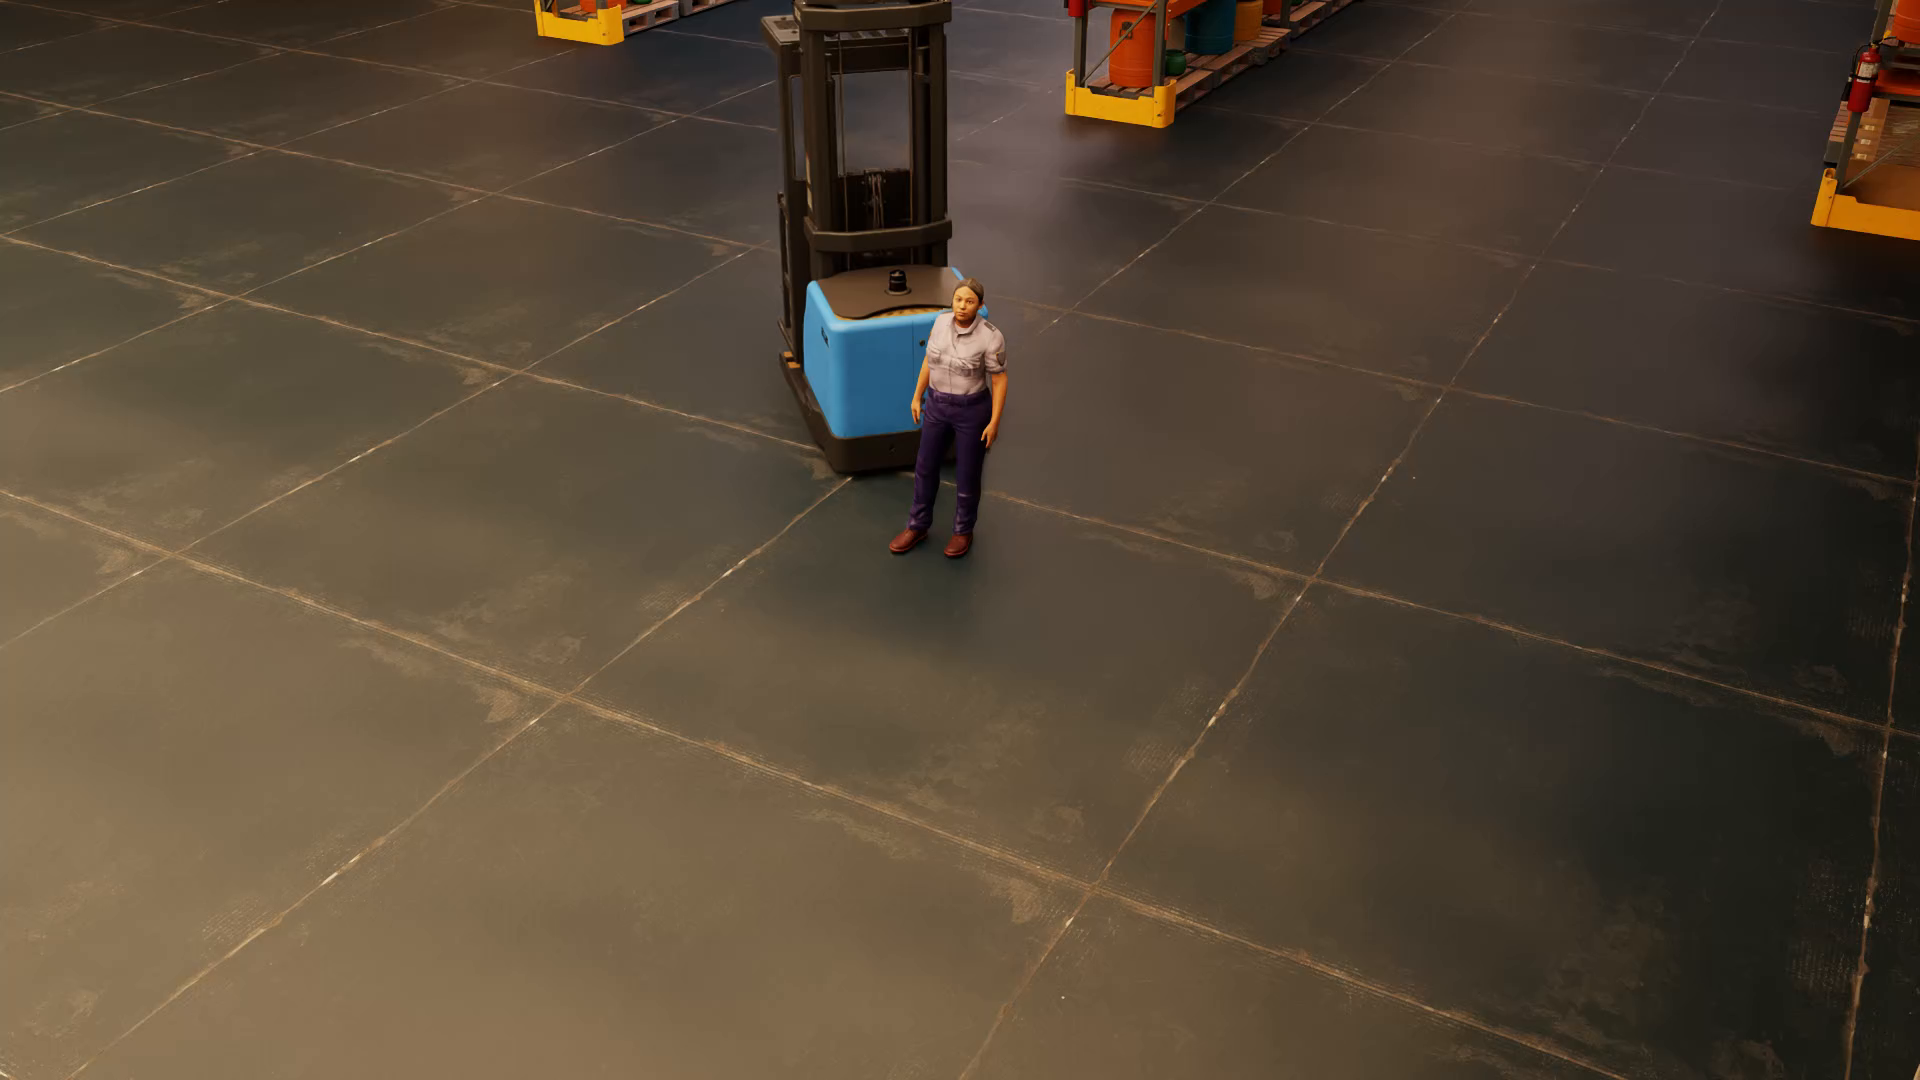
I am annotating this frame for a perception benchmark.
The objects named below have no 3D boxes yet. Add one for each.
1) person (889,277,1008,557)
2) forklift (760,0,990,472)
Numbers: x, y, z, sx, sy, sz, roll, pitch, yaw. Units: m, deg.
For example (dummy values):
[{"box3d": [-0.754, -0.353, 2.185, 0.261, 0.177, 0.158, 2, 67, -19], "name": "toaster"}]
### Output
[{"box3d": [-0.064, -0.686, 9.529, 0.598, 1.651, 0.502, 15, 33, 25], "name": "person"}, {"box3d": [-0.688, -2.426, 11.274, 1.130, 2.935, 3.031, -8, 31, -13], "name": "forklift"}]
